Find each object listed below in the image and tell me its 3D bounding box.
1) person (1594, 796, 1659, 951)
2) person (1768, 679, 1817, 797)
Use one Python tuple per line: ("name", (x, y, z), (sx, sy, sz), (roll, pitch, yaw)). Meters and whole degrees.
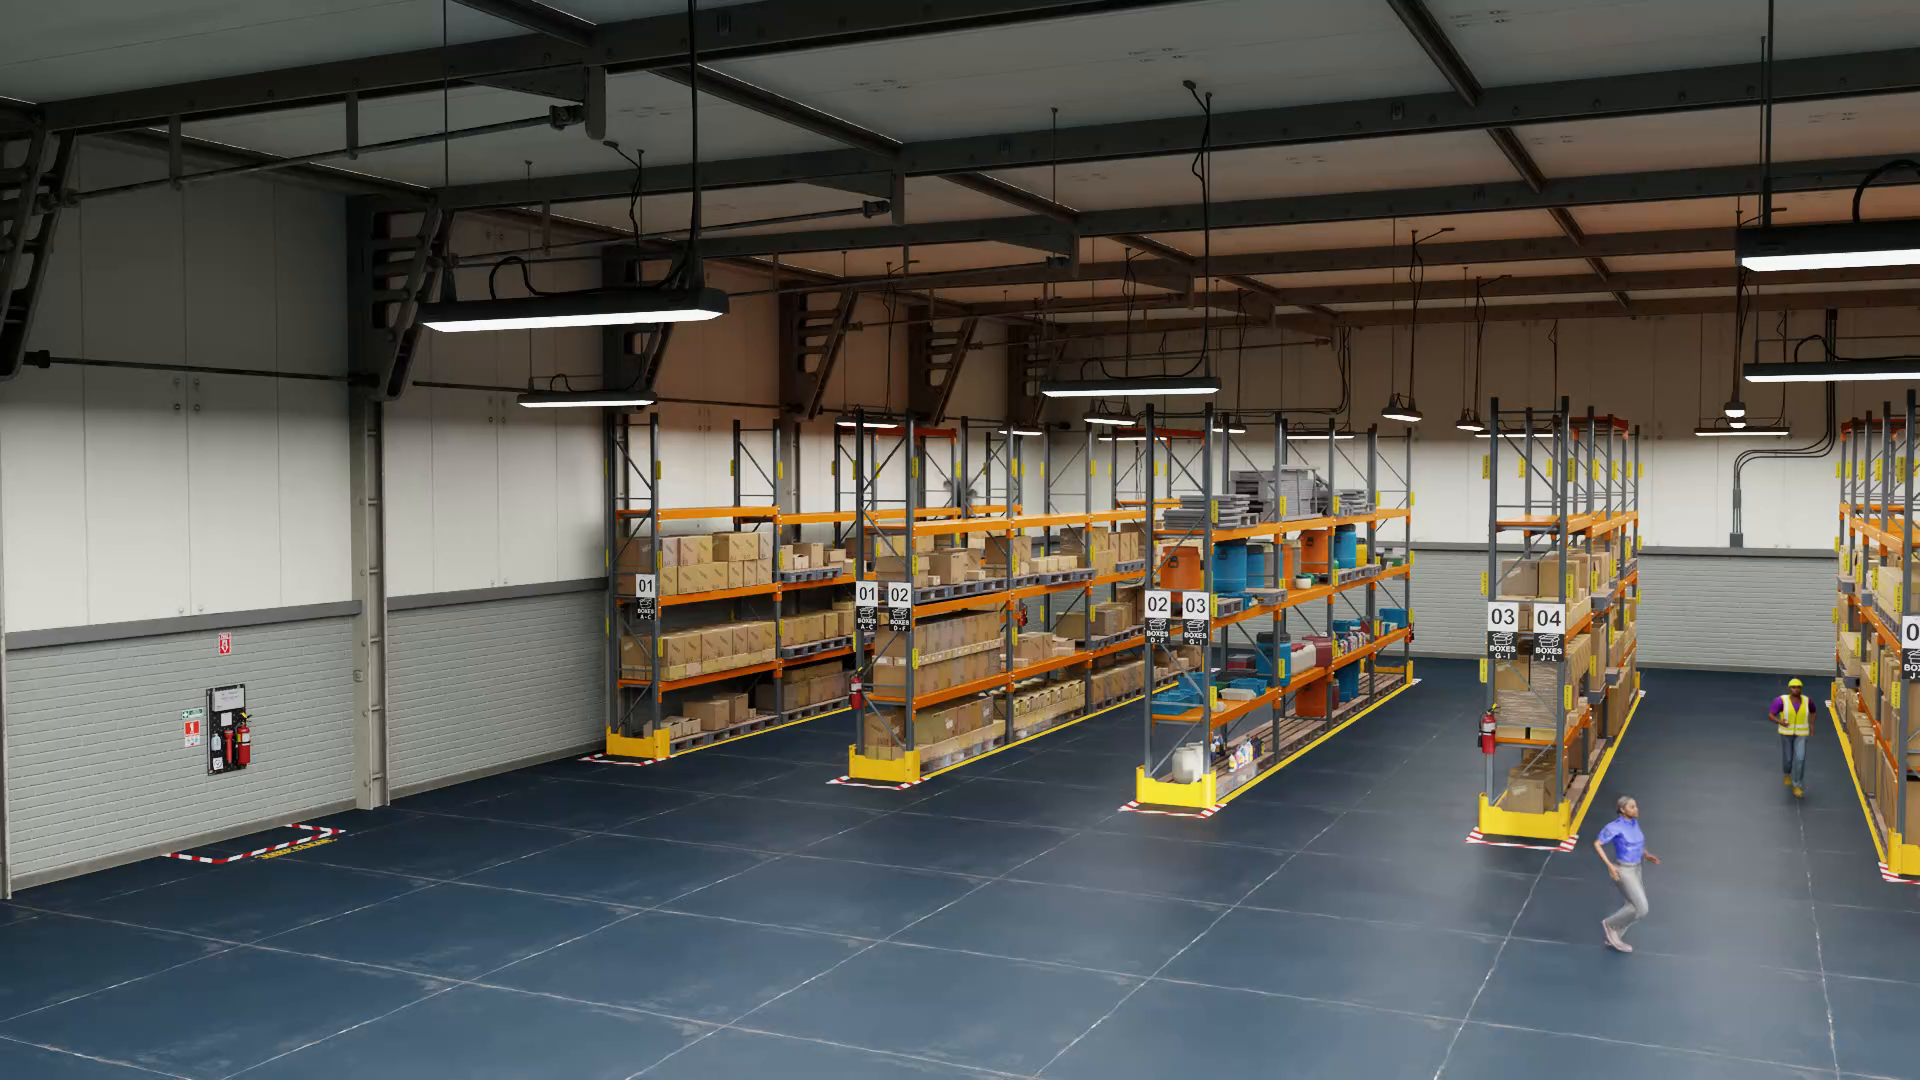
("person", (6.941, 3.462, 17.190), (0.560, 1.615, 0.569), (-2, 3, -39))
("person", (12.920, 3.028, 25.799), (0.693, 1.773, 0.914), (1, 3, 22))
